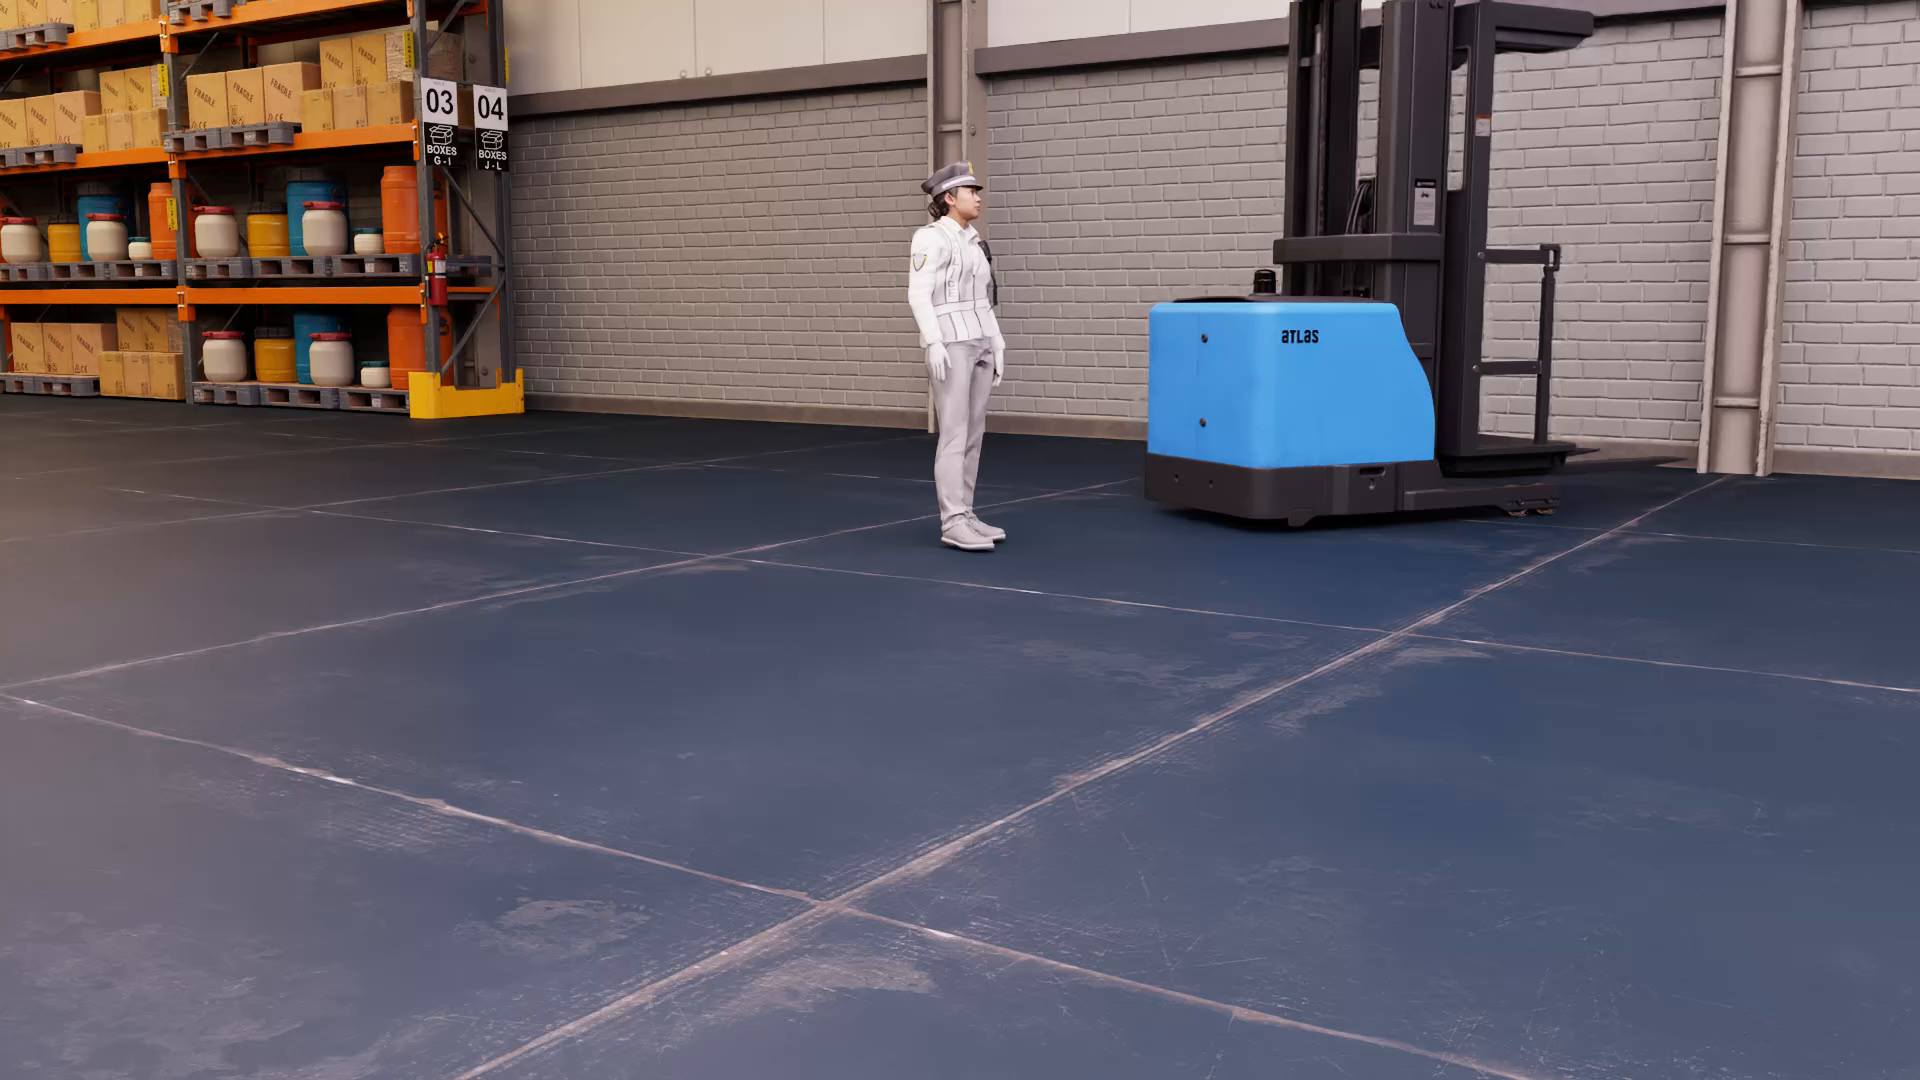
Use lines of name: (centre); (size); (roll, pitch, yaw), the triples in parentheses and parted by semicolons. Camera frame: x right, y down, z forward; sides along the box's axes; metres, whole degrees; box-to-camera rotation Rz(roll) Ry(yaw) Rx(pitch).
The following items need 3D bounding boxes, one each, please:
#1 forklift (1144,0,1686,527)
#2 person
forklift: (2.507, -1.629, 8.651); (3.031, 2.935, 1.130); (-4, 9, -26)
person: (0.053, -0.840, 7.440); (0.531, 1.694, 0.586); (5, 10, 34)
